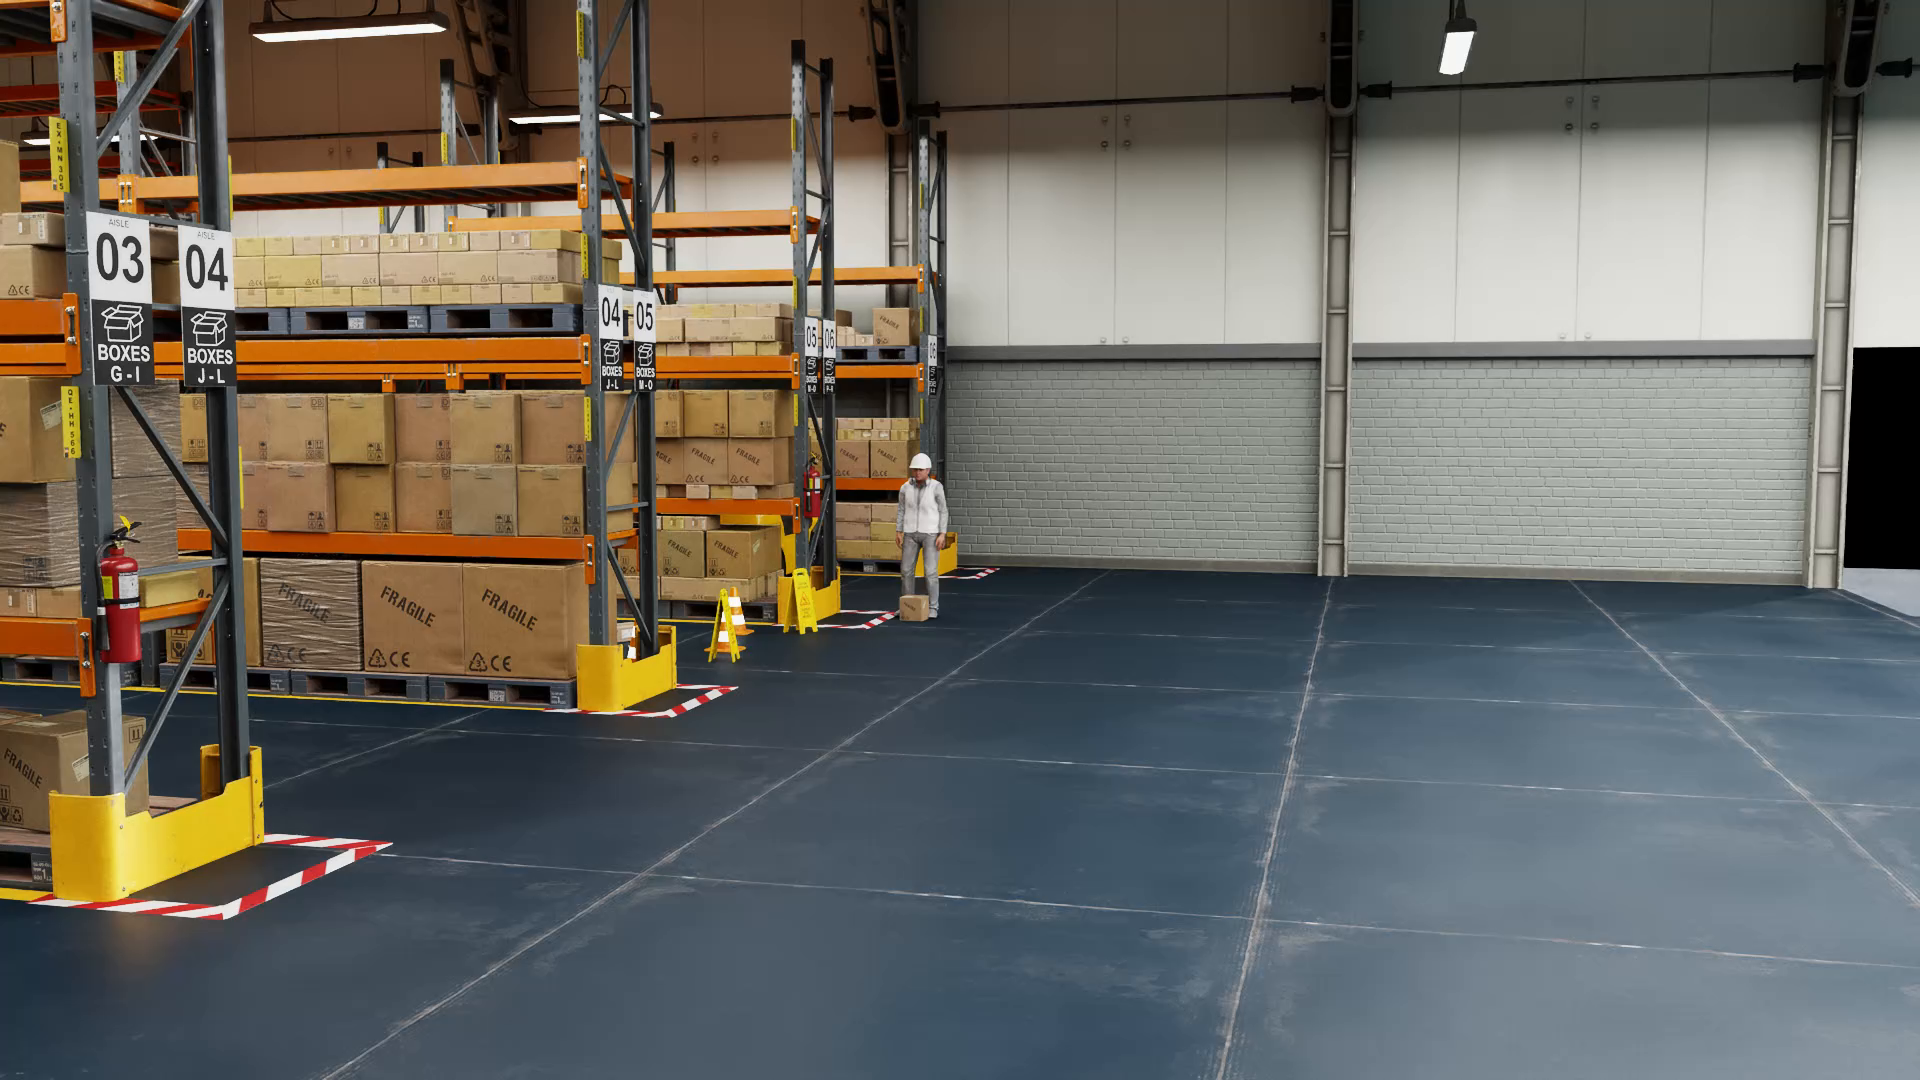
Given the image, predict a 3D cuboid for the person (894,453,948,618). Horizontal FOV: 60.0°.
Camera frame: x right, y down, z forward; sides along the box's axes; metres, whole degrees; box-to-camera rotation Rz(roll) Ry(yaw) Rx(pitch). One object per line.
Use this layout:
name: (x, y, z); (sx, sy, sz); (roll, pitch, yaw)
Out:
person: (-0.420, -0.051, 17.973); (0.578, 1.770, 0.463); (2, 5, 18)
